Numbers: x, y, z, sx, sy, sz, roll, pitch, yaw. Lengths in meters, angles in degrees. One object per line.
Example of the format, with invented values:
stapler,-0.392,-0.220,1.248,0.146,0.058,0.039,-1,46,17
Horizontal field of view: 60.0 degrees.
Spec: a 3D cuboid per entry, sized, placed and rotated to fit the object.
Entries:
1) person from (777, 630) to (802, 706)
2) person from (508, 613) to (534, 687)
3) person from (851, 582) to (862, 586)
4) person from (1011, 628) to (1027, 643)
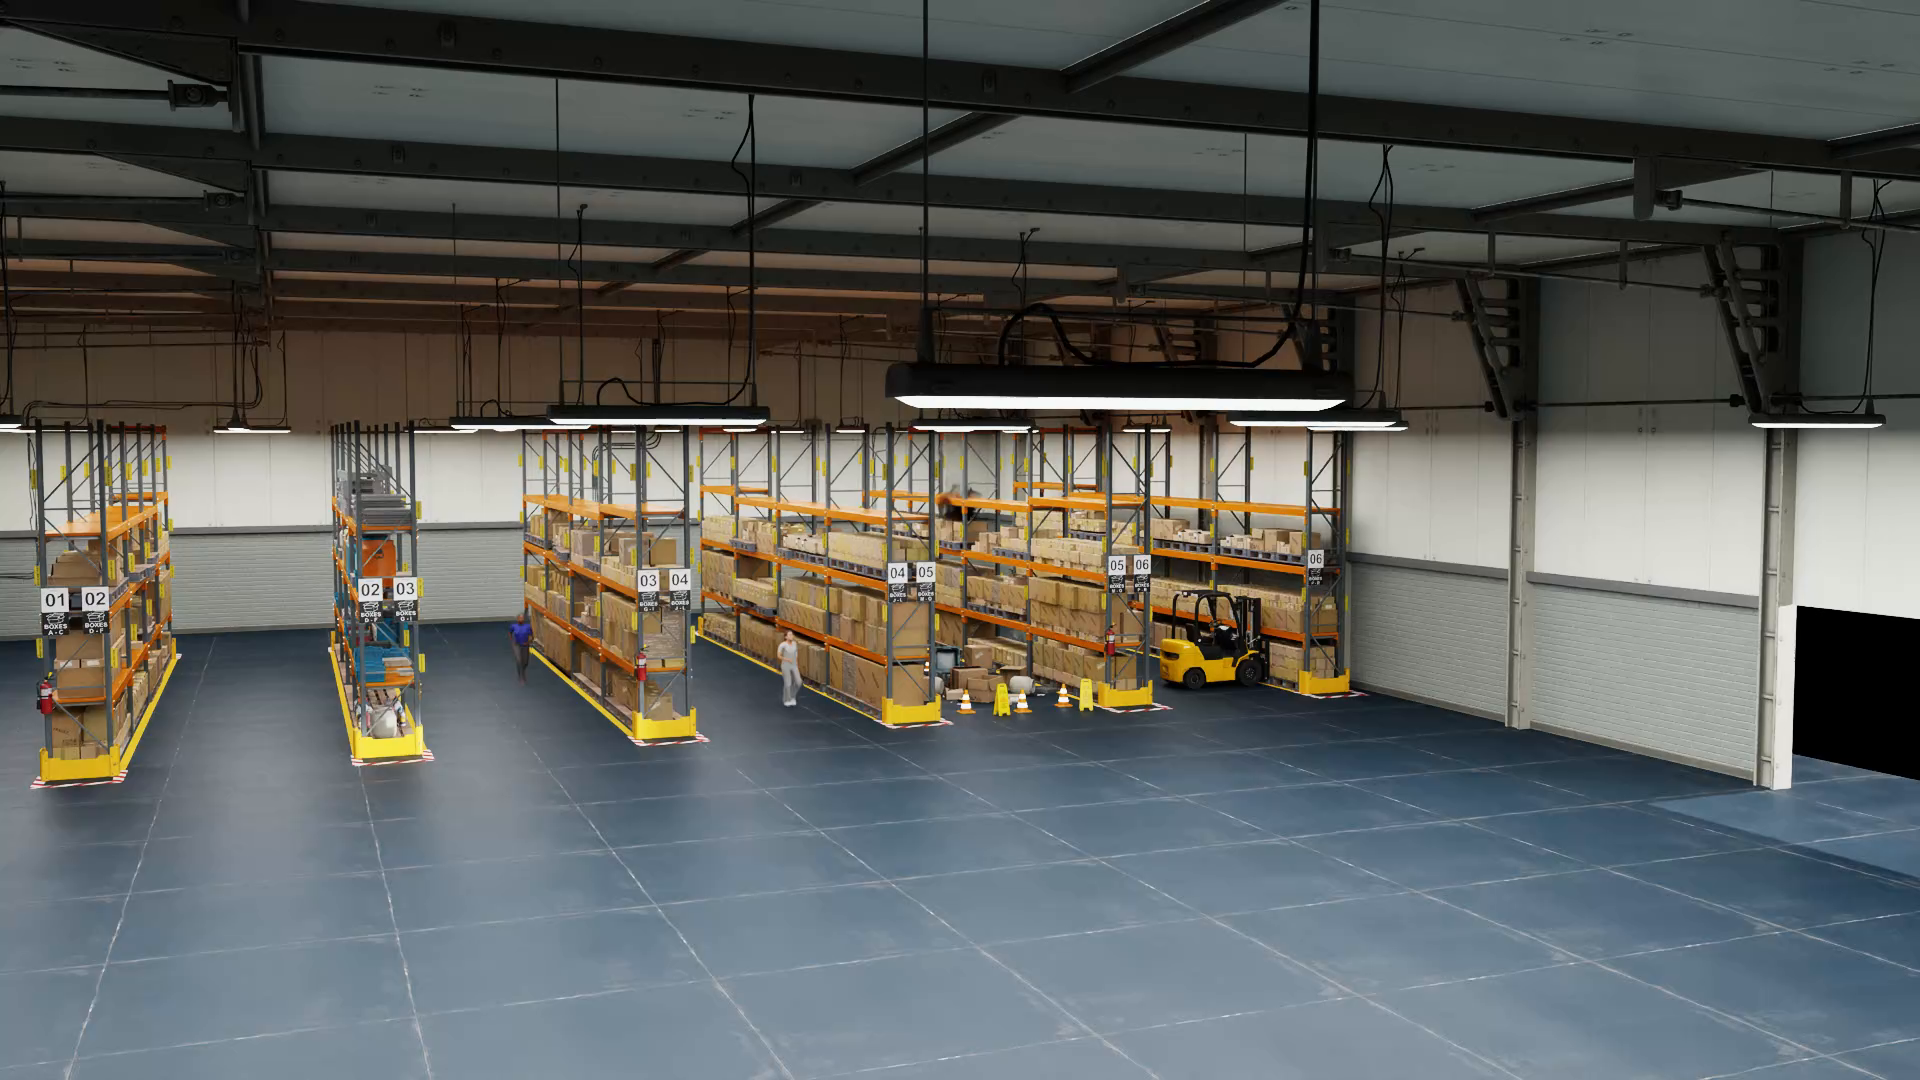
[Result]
person,-3.586,2.702,35.068,0.570,1.633,0.602,-2,4,-33
person,-10.136,2.522,38.461,0.546,1.665,1.079,-2,4,-25
person,-3.102,1.714,51.282,0.882,1.665,0.630,0,4,-1
person,1.586,2.049,45.013,0.729,1.814,0.722,-1,4,-20
